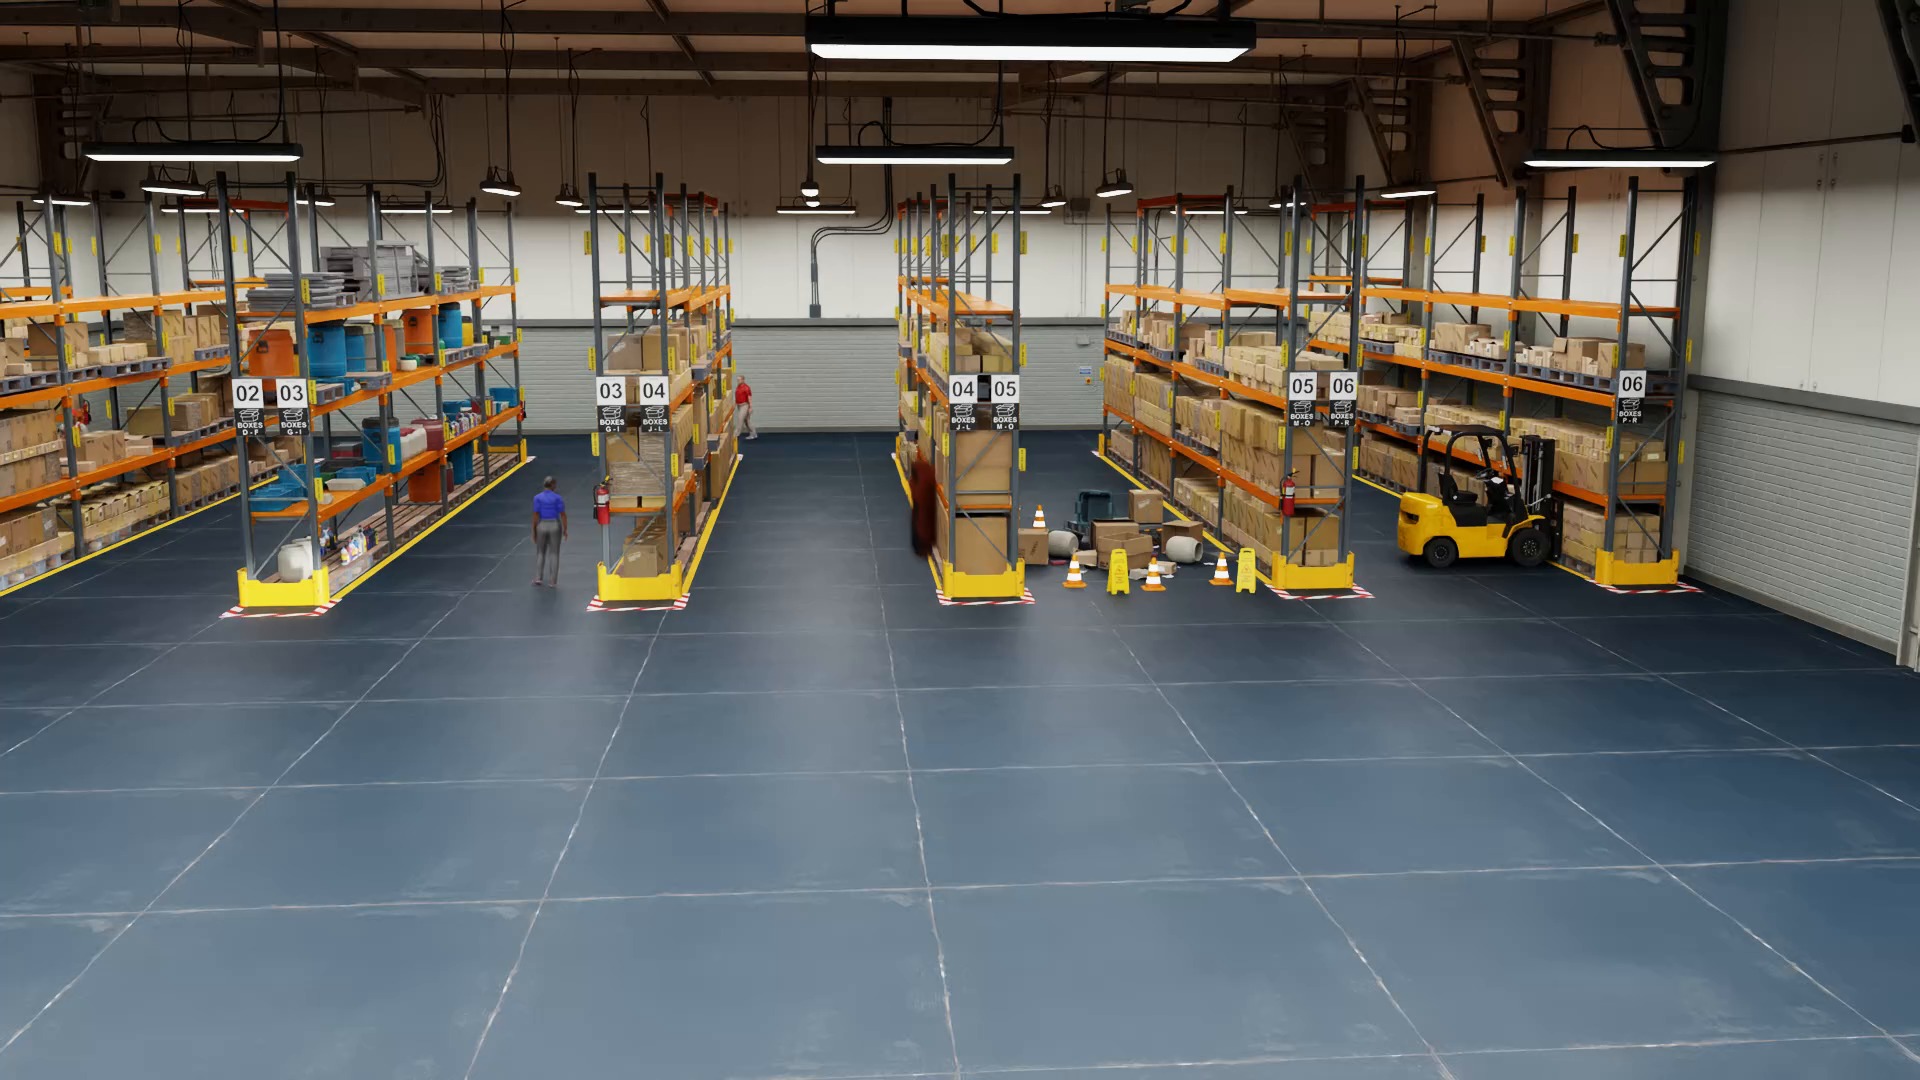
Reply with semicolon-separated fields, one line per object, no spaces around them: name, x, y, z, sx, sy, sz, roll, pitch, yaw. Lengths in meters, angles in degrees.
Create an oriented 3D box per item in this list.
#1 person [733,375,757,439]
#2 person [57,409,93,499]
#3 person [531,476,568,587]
person;-5.700;-3.438;43.245;0.924;1.689;0.573;-7;12;-33
person;-17.856;-1.748;33.508;0.681;1.792;0.904;1;10;4
person;-6.143;-0.123;24.718;0.605;1.674;0.543;-1;10;-5
